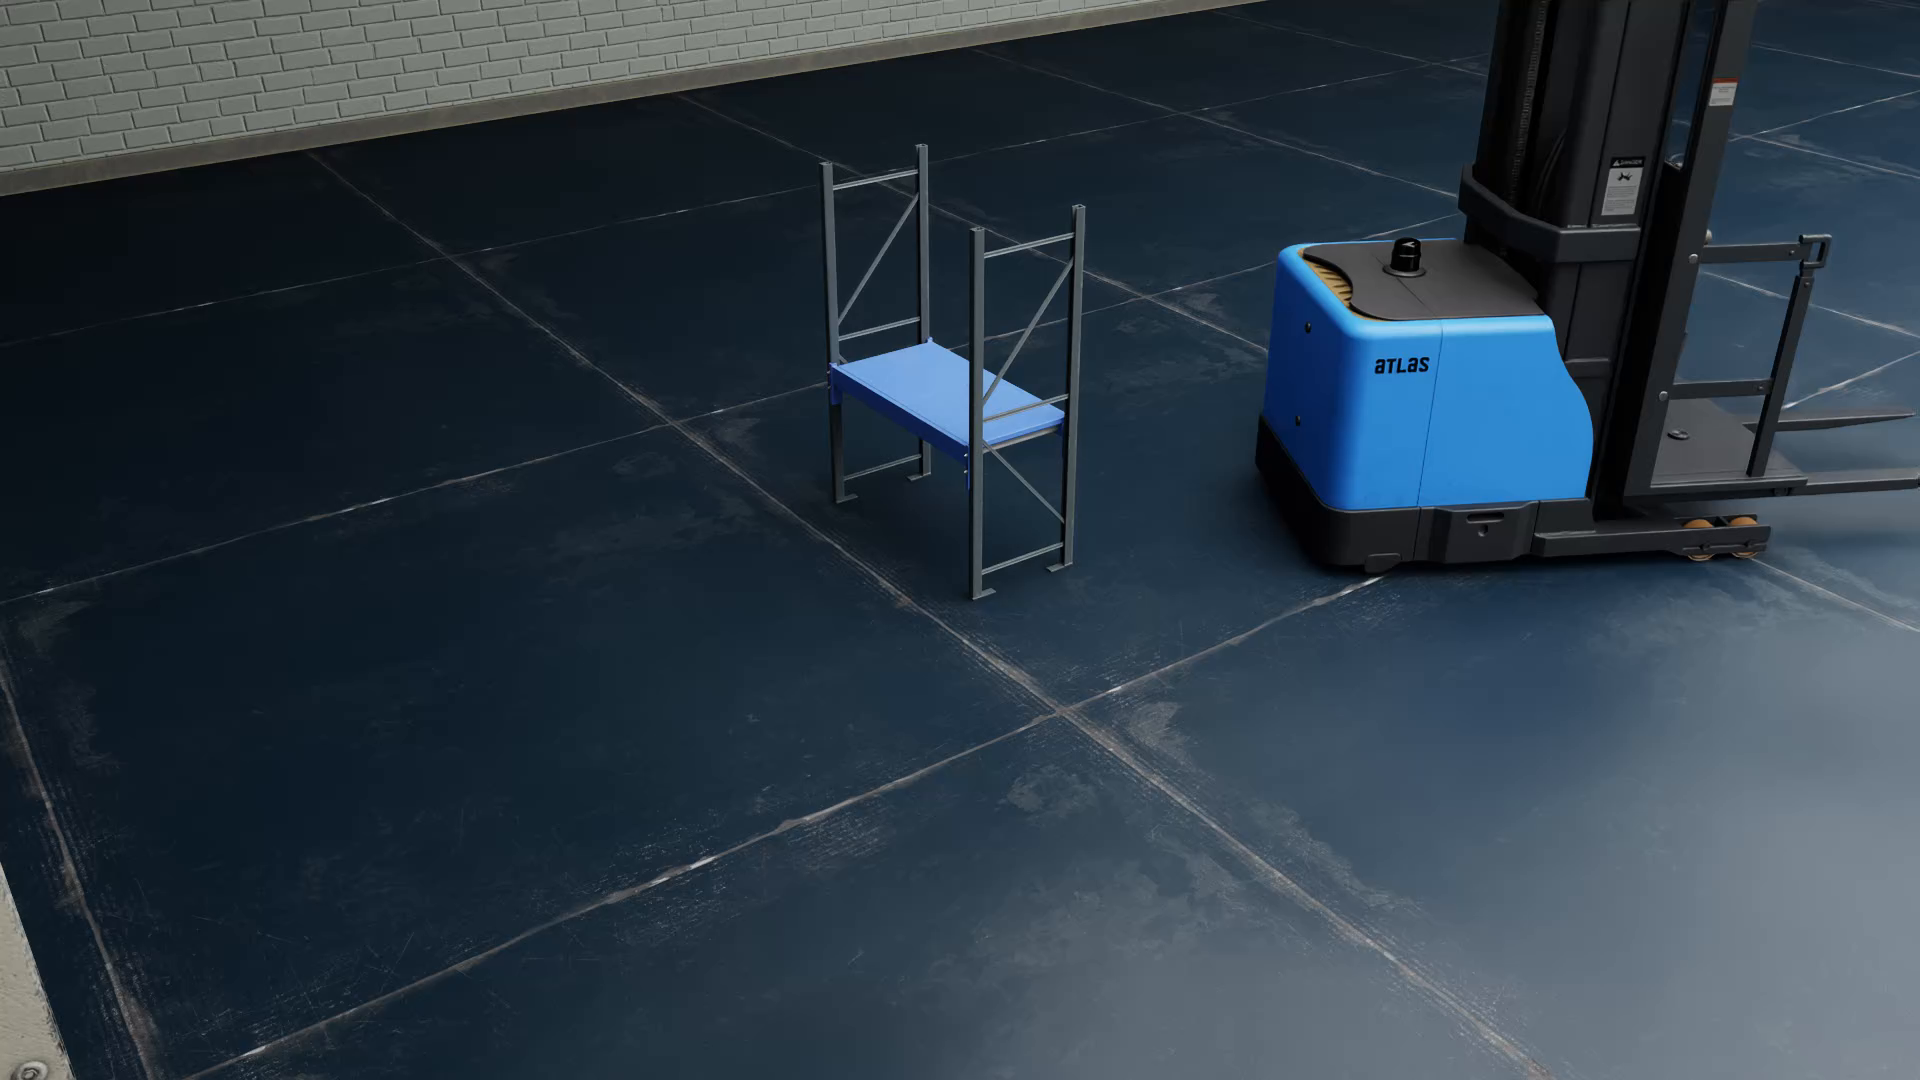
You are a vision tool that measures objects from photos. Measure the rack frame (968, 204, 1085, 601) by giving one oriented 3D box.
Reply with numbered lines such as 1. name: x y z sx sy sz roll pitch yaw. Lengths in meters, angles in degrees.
1. rack frame: 0.245 -0.495 6.306 0.500 1.500 0.032 -19 34 -31

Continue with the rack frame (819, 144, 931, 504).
1. rack frame: -0.344 -0.890 7.034 0.500 1.500 0.032 -19 34 -31

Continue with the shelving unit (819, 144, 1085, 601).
1. shelving unit: -0.049 -0.692 6.670 0.538 1.500 1.048 -19 34 -31

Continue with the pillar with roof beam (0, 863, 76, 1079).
1. pillar with roof beam: 1.161 -3.622 4.207 9.100 9.000 0.400 -19 34 -31

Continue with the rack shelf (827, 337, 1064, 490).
1. rack shelf: -0.049 -0.534 6.756 0.538 0.185 1.000 -19 34 -31

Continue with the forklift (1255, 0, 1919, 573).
1. forklift: 2.877 -1.450 6.566 3.031 2.935 1.130 -3 29 -6
